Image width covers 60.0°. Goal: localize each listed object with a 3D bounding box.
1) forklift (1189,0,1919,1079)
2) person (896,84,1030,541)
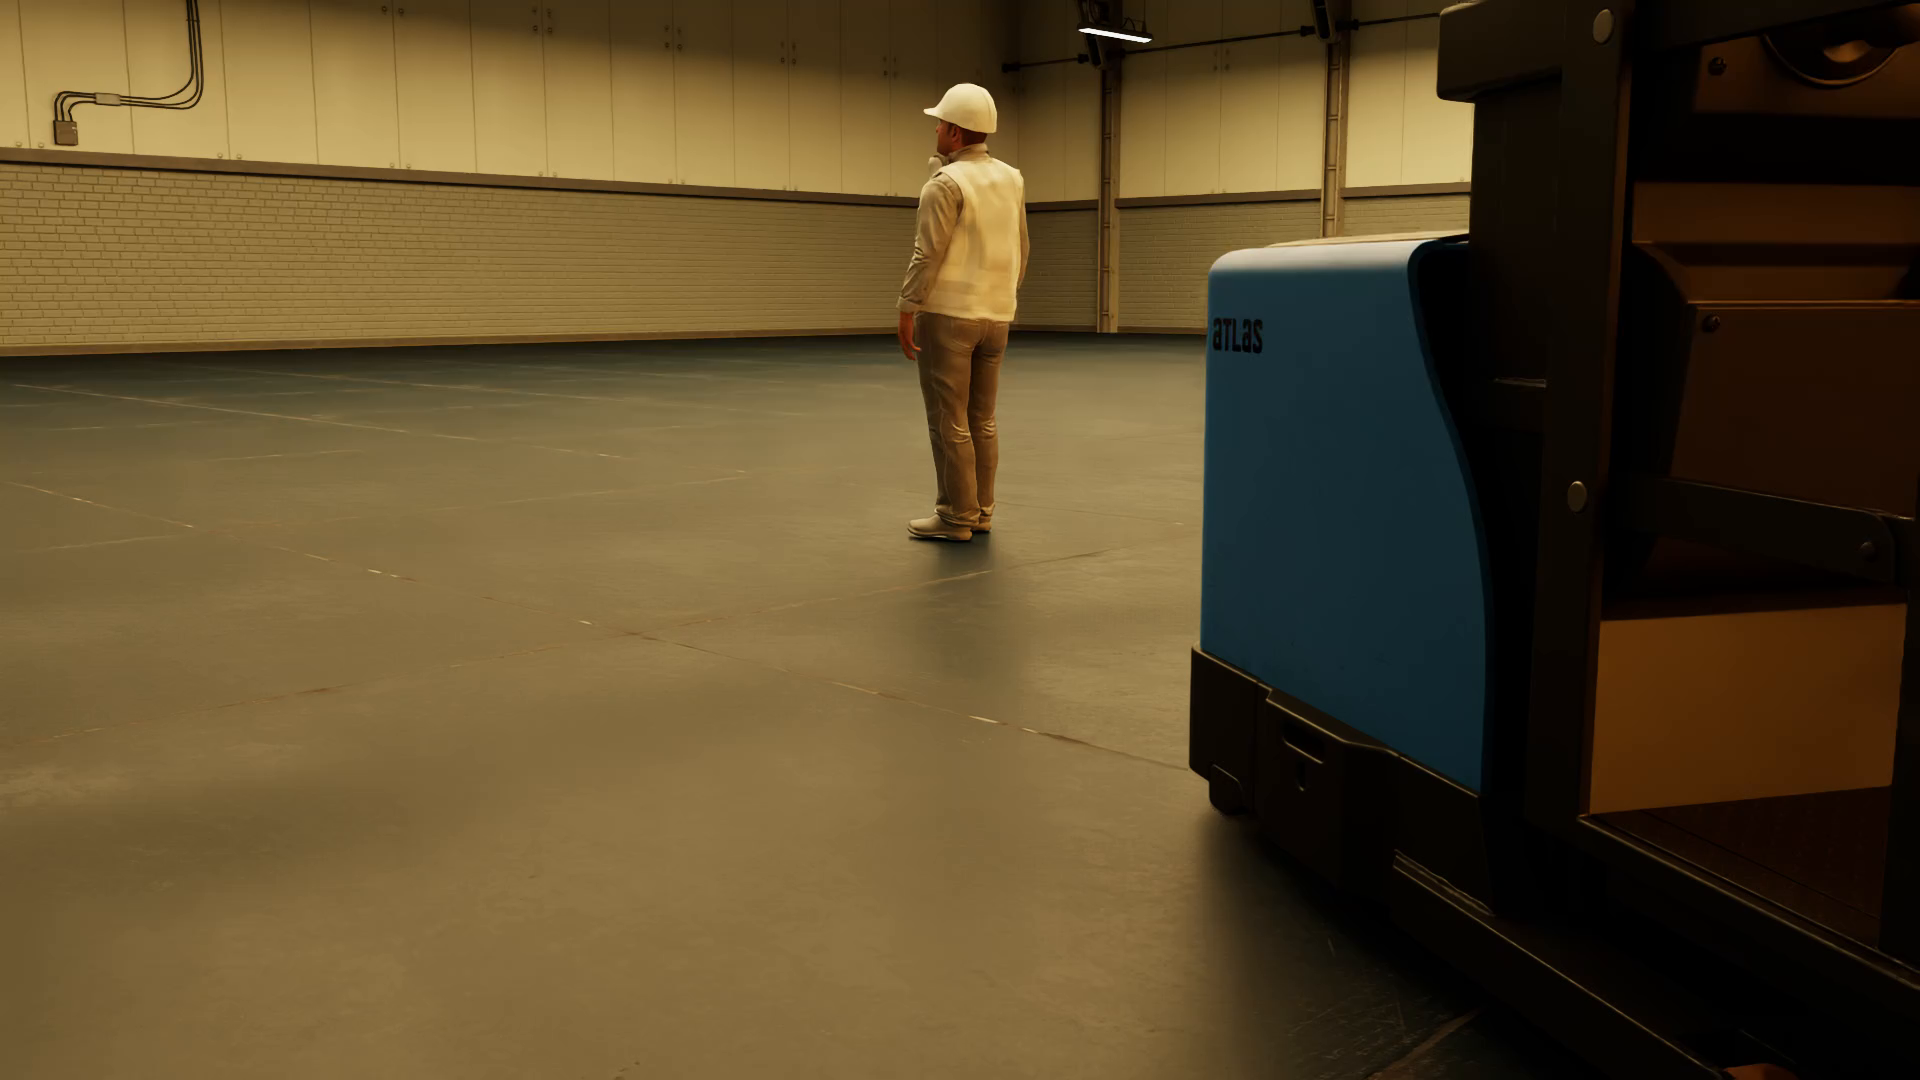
[{"bbox_3d":[1.331,-0.746,1.827,1.130,2.935,3.031,-2,9,-15],"label":"forklift"},{"bbox_3d":[-0.040,-0.892,6.632,0.566,1.775,0.634,8,12,43],"label":"person"}]
